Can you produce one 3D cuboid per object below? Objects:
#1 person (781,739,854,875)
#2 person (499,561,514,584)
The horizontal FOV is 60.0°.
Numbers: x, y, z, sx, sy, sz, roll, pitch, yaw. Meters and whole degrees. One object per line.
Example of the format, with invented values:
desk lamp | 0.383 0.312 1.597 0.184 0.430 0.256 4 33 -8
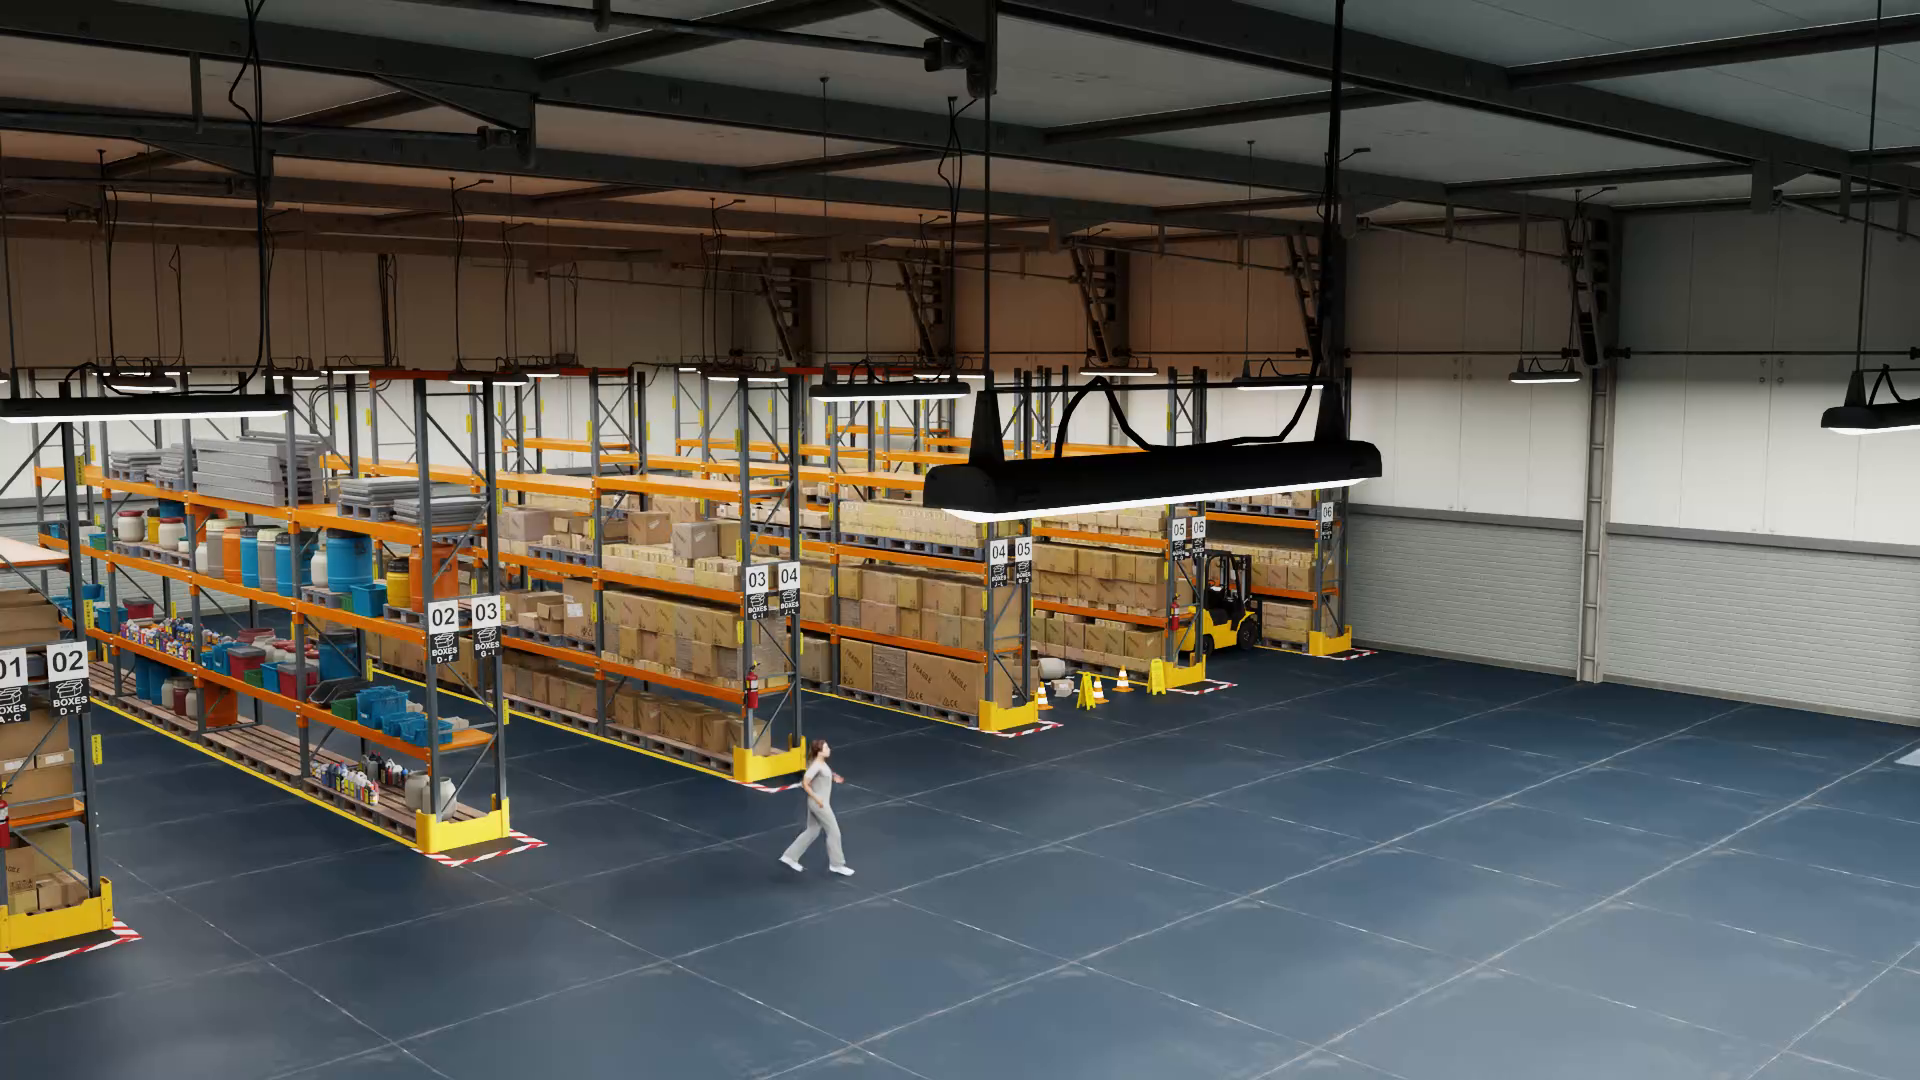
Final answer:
person | -1.741 3.232 20.129 0.895 1.692 0.553 -1 7 -13
person | -11.104 0.909 40.840 0.574 1.673 0.525 3 7 25
